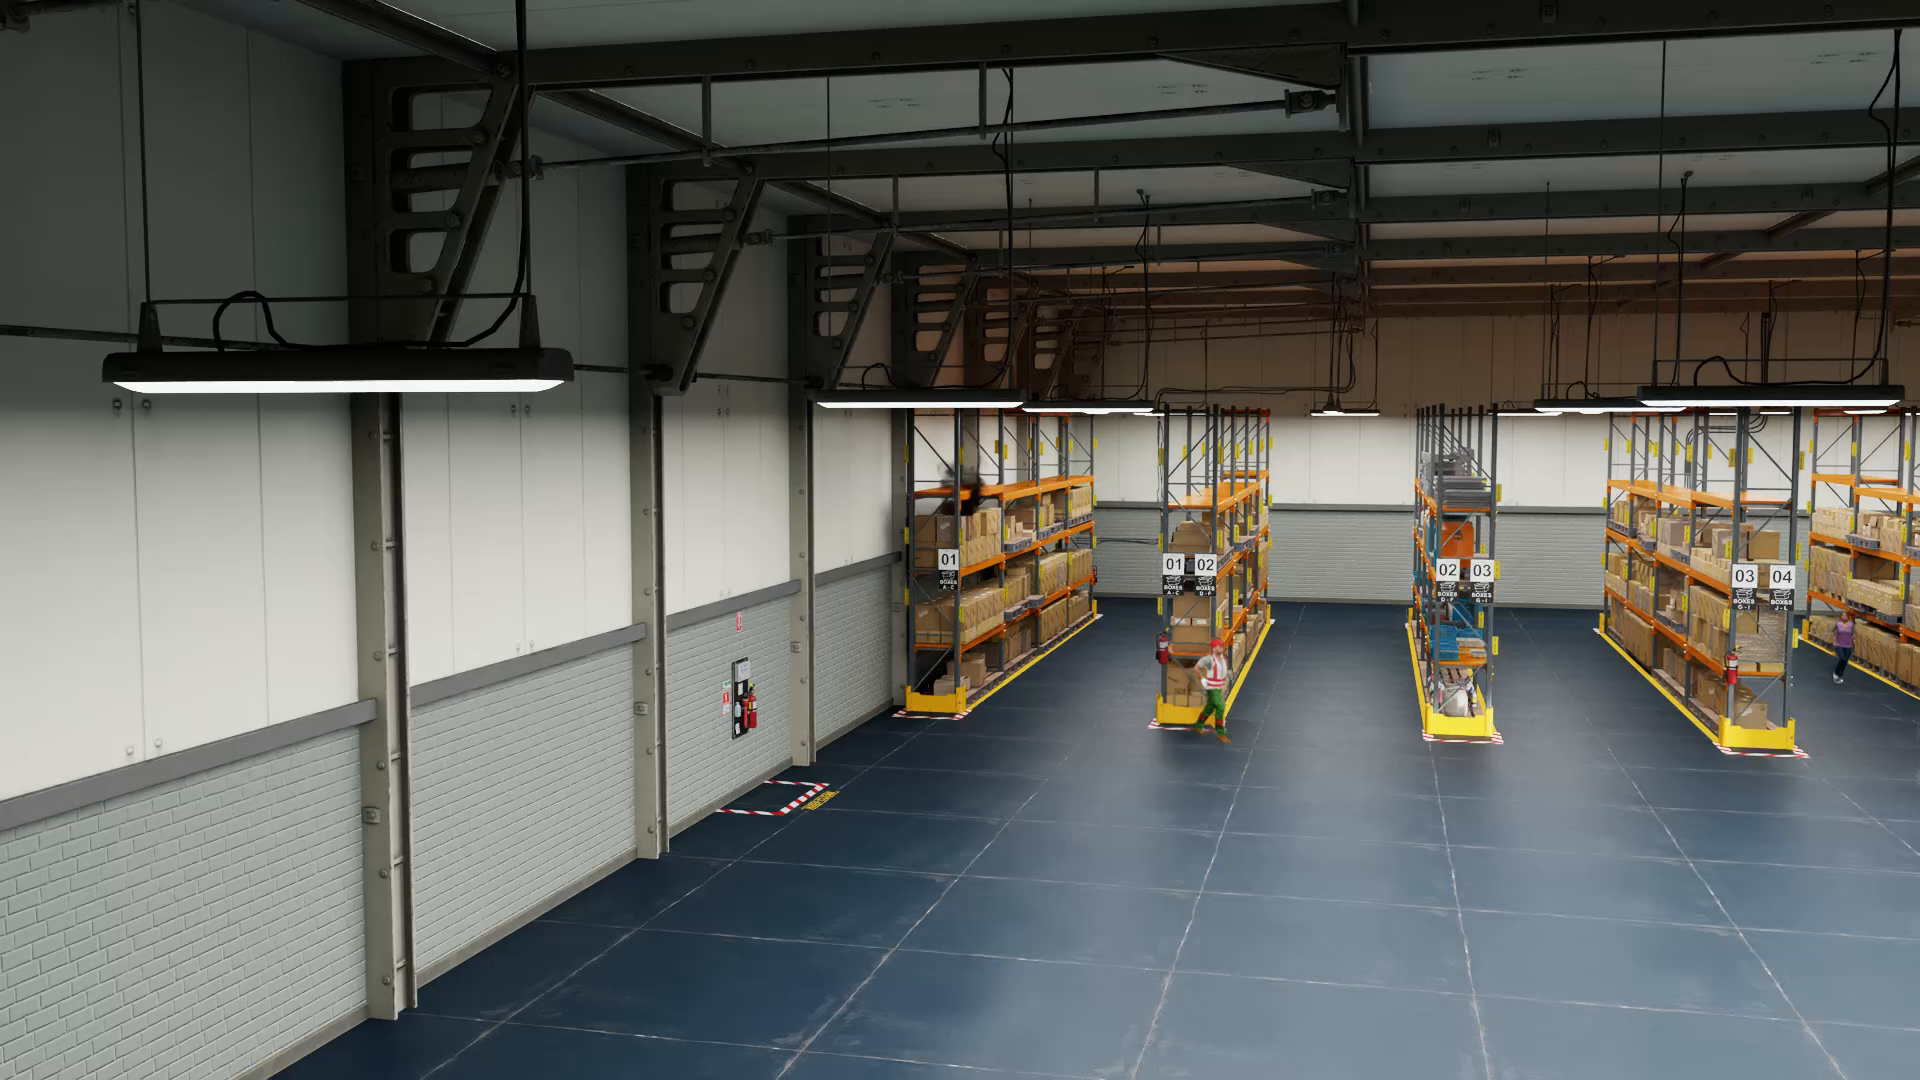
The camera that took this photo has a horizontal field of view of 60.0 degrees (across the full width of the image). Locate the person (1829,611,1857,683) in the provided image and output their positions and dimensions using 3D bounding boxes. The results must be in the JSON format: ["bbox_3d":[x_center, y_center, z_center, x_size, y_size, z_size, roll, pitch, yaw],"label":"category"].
[{"bbox_3d":[19.084,2.317,35.898,0.512,1.578,0.631,1,4,13],"label":"person"}]

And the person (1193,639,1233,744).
[{"bbox_3d":[4.496,2.647,29.430,0.857,1.815,0.648,4,6,42],"label":"person"}]
